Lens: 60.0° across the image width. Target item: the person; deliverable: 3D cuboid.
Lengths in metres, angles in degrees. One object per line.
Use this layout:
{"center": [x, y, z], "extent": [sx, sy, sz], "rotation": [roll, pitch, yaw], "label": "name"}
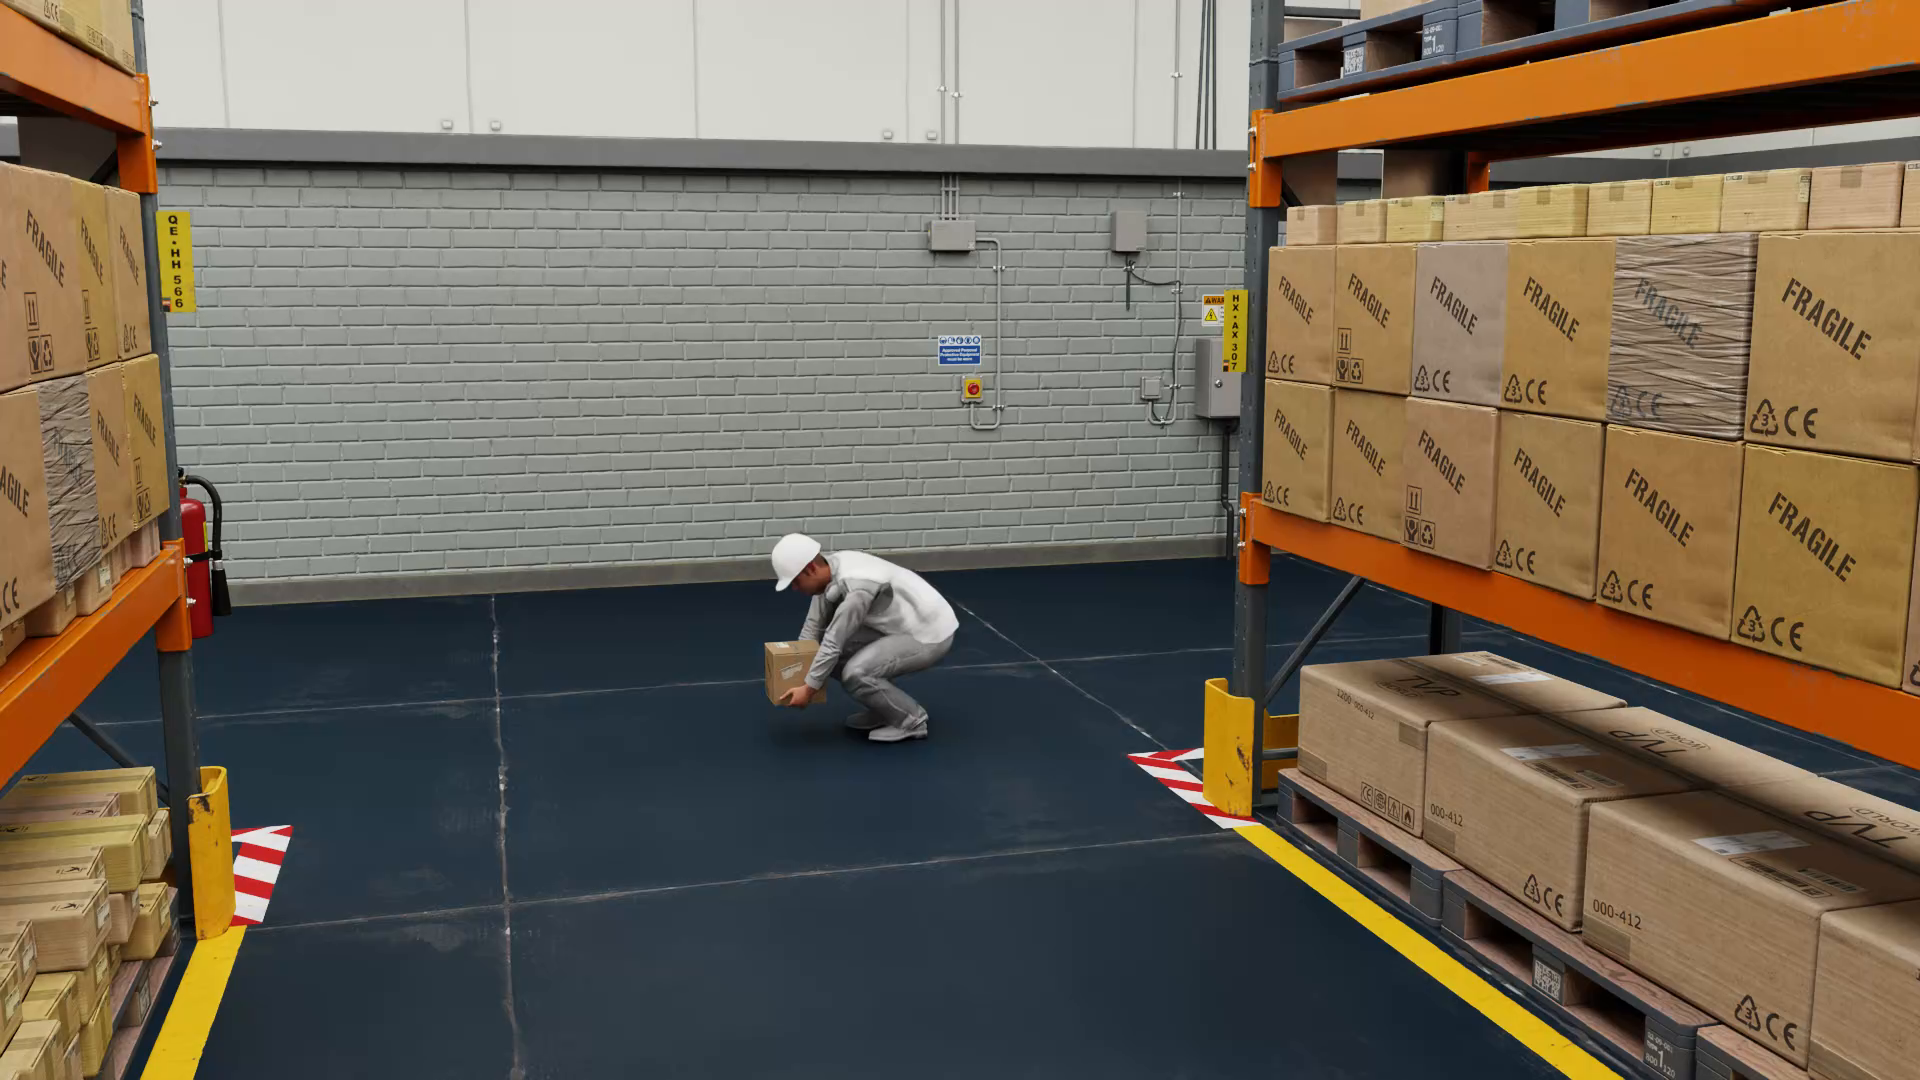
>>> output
{"center": [-0.464, 0.451, 7.950], "extent": [0.877, 1.003, 0.503], "rotation": [-3, 10, -17], "label": "person"}
